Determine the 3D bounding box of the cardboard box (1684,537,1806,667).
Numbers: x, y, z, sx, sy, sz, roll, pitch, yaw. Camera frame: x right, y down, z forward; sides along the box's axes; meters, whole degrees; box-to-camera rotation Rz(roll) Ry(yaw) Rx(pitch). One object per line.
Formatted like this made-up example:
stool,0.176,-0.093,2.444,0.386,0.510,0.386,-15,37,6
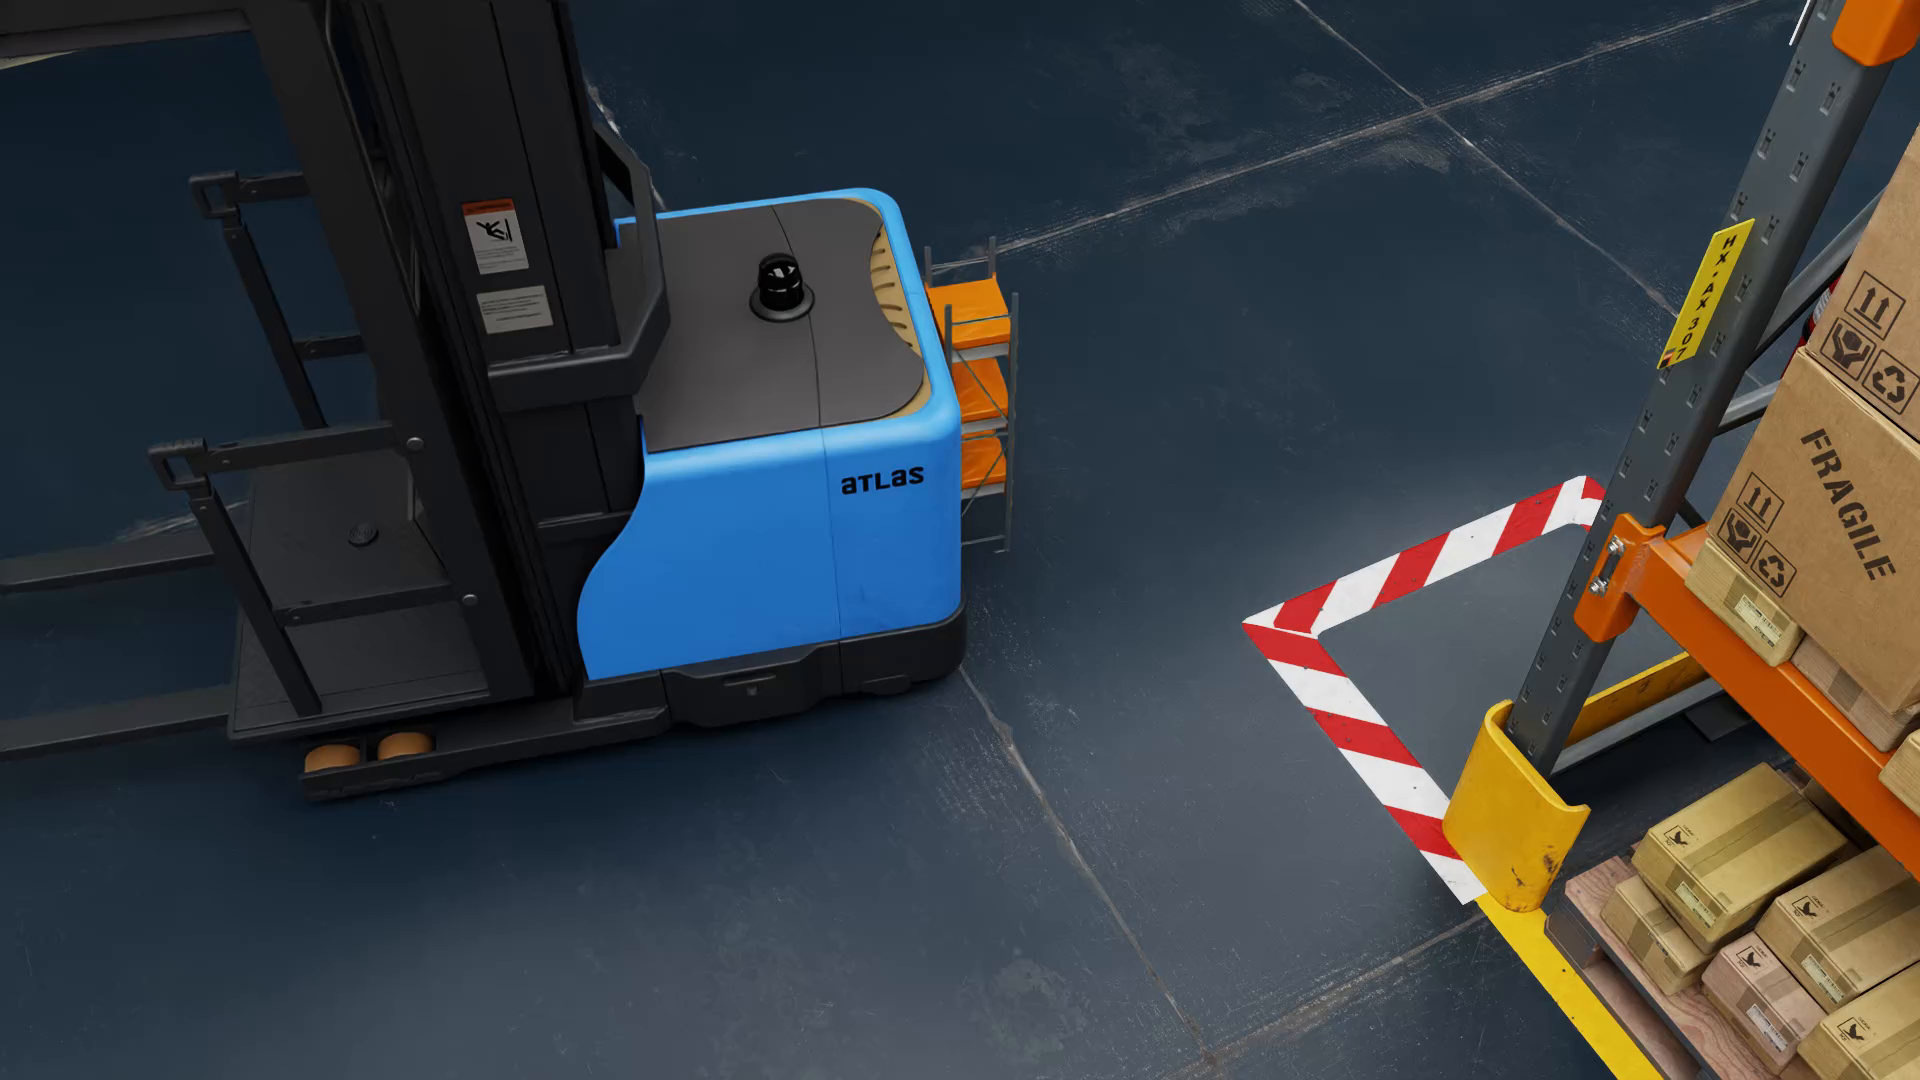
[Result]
cardboard box,1.718,0.060,3.372,0.380,0.149,0.250,-22,52,-18

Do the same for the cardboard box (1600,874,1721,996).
cardboard box,1.816,0.909,4.078,0.380,0.149,0.250,-20,52,-17

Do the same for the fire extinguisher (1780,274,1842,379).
fire extinguisher,2.156,-0.532,4.022,0.296,0.674,0.183,-21,52,-18

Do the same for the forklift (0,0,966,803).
forklift,-1.554,-0.684,3.901,3.031,2.935,1.130,-9,49,-8

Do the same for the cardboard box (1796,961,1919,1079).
cardboard box,2.033,1.075,3.536,0.380,0.149,0.250,-21,52,-18

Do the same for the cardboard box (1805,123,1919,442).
cardboard box,1.831,-0.421,2.697,0.500,0.500,0.500,-21,52,-18

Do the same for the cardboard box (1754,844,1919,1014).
cardboard box,2.032,0.863,3.723,0.380,0.149,0.250,-20,52,-17

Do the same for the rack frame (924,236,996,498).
rack frame,0.000,-0.473,4.966,0.200,1.050,0.008,-10,50,-9

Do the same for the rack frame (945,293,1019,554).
rack frame,0.058,-0.294,4.810,0.200,1.050,0.008,-10,50,-9

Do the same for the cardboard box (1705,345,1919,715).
cardboard box,1.821,-0.088,3.070,0.500,0.500,0.500,-19,51,-16

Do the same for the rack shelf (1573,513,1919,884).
rack shelf,2.776,1.223,2.666,1.077,0.370,4.000,-21,52,-18

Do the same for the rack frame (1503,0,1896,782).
rack frame,1.861,-0.353,3.566,1.000,3.000,0.127,-21,52,-18

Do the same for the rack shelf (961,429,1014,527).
rack shelf,0.029,-0.194,5.105,0.215,0.259,0.240,-10,50,-9

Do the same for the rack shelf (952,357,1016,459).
rack shelf,0.029,-0.377,4.896,0.215,0.259,0.240,-10,50,-9

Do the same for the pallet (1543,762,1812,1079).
pallet,2.236,1.172,4.085,1.003,0.211,1.213,-21,52,-18

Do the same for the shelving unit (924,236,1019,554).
shelving unit,0.029,-0.384,4.888,0.215,1.050,0.252,-10,50,-9

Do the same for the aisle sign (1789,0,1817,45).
aisle sign,1.561,-1.154,2.540,0.394,0.787,0.004,-21,52,-18

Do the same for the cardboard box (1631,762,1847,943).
cardboard box,1.799,0.719,3.848,0.380,0.149,0.250,-23,53,-19

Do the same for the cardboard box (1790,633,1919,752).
cardboard box,1.871,0.216,3.235,0.380,0.149,0.250,-19,52,-16

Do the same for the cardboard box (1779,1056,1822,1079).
cardboard box,2.129,1.219,3.806,0.380,0.149,0.250,-21,52,-17

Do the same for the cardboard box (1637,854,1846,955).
cardboard box,1.873,0.789,3.985,0.380,0.149,0.250,-19,52,-16

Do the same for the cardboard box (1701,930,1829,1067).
cardboard box,1.948,0.992,3.807,0.380,0.149,0.250,-21,52,-18

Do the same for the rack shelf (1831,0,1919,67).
rack shelf,2.776,0.235,1.537,1.077,0.370,4.000,-21,52,-18

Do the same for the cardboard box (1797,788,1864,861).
cardboard box,2.288,0.728,4.235,0.380,0.149,0.250,-20,52,-17

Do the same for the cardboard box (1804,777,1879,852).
cardboard box,2.357,0.605,4.146,0.380,0.149,0.250,-22,53,-18

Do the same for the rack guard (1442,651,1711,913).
rack guard,1.896,0.521,4.462,1.175,0.500,0.348,-21,52,-18

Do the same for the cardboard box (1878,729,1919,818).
cardboard box,1.947,0.414,3.062,0.380,0.149,0.250,-23,53,-19

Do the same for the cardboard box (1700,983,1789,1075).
cardboard box,2.009,1.056,3.949,0.380,0.149,0.250,-21,52,-18

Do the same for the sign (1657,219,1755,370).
sign,1.379,-0.451,3.076,0.100,0.325,0.005,-21,52,-18

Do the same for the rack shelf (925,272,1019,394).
rack shelf,0.029,-0.563,4.682,0.215,0.259,0.240,-10,50,-9
